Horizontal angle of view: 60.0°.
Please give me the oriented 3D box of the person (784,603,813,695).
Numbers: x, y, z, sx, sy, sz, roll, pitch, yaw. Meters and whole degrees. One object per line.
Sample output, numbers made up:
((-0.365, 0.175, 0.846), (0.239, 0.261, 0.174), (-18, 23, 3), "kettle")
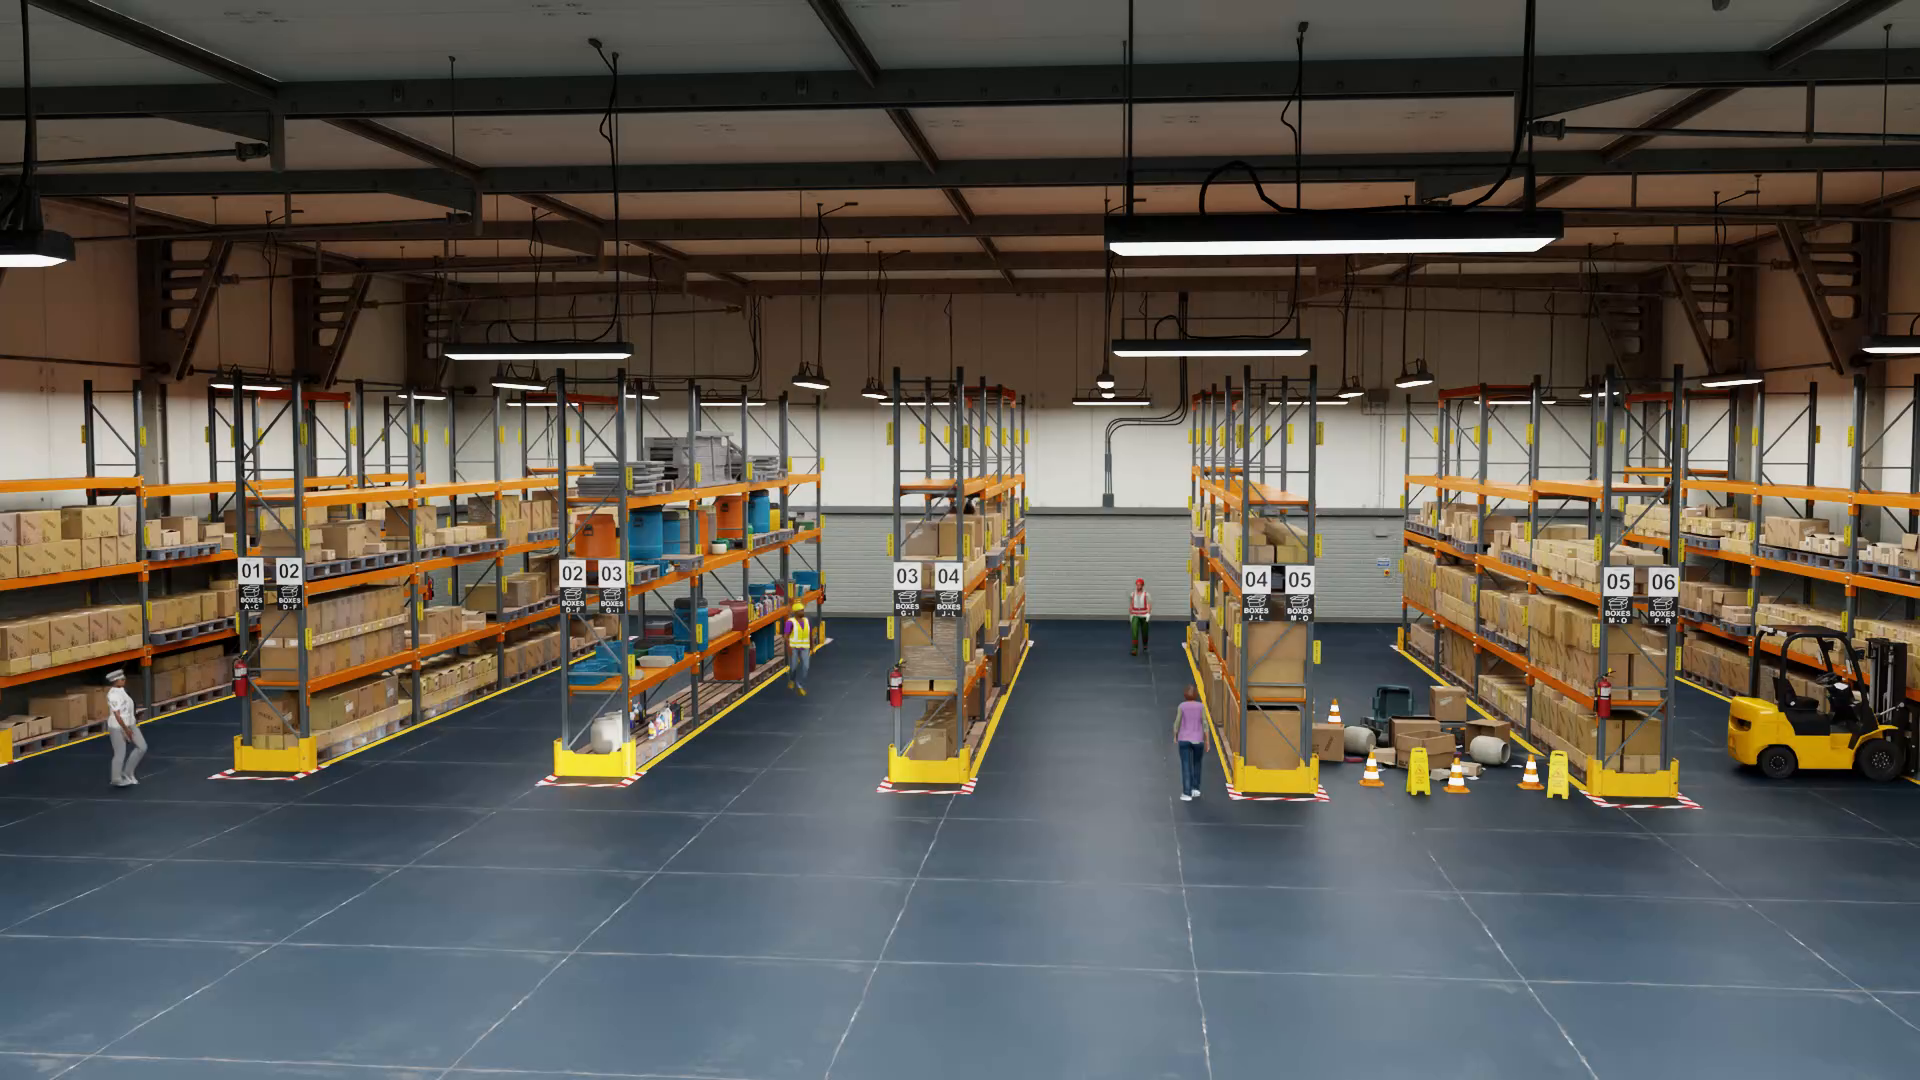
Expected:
((-3.060, 2.076, 31.802), (0.687, 1.747, 0.687), (-2, 4, -26), "person")

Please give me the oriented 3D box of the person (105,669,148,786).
((-11.917, 2.685, 23.699), (0.464, 1.691, 0.464), (1, 4, 9), "person")

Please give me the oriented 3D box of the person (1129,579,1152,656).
((4.143, 1.762, 38.256), (0.534, 1.748, 1.061), (1, 4, 10), "person")

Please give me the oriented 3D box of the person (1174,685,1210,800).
((3.196, 2.795, 22.911), (0.486, 1.617, 0.708), (0, 4, 7), "person")
